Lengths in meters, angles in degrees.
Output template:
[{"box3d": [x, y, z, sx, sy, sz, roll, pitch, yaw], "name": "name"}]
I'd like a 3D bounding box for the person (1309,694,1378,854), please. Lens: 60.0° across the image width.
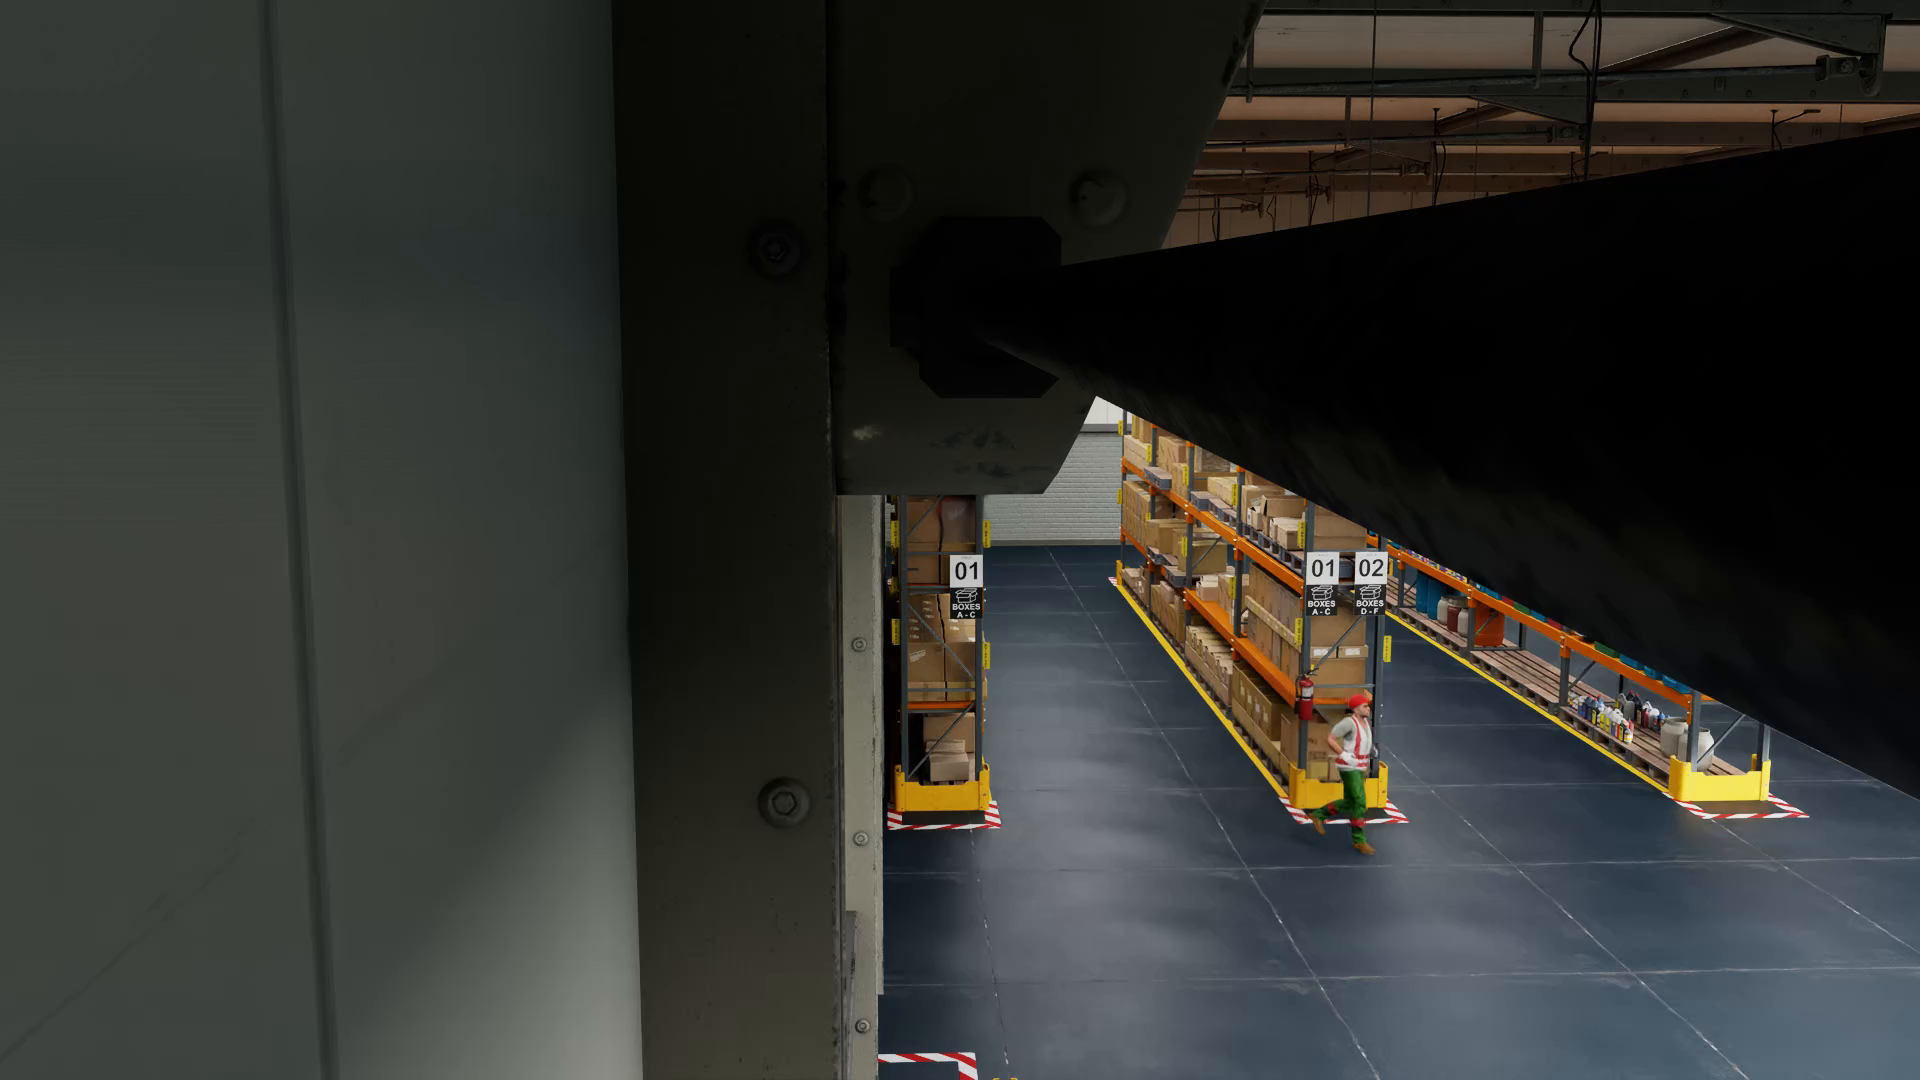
[{"box3d": [4.526, 2.651, 19.259, 0.894, 1.773, 0.697, 7, 11, 41], "name": "person"}]
